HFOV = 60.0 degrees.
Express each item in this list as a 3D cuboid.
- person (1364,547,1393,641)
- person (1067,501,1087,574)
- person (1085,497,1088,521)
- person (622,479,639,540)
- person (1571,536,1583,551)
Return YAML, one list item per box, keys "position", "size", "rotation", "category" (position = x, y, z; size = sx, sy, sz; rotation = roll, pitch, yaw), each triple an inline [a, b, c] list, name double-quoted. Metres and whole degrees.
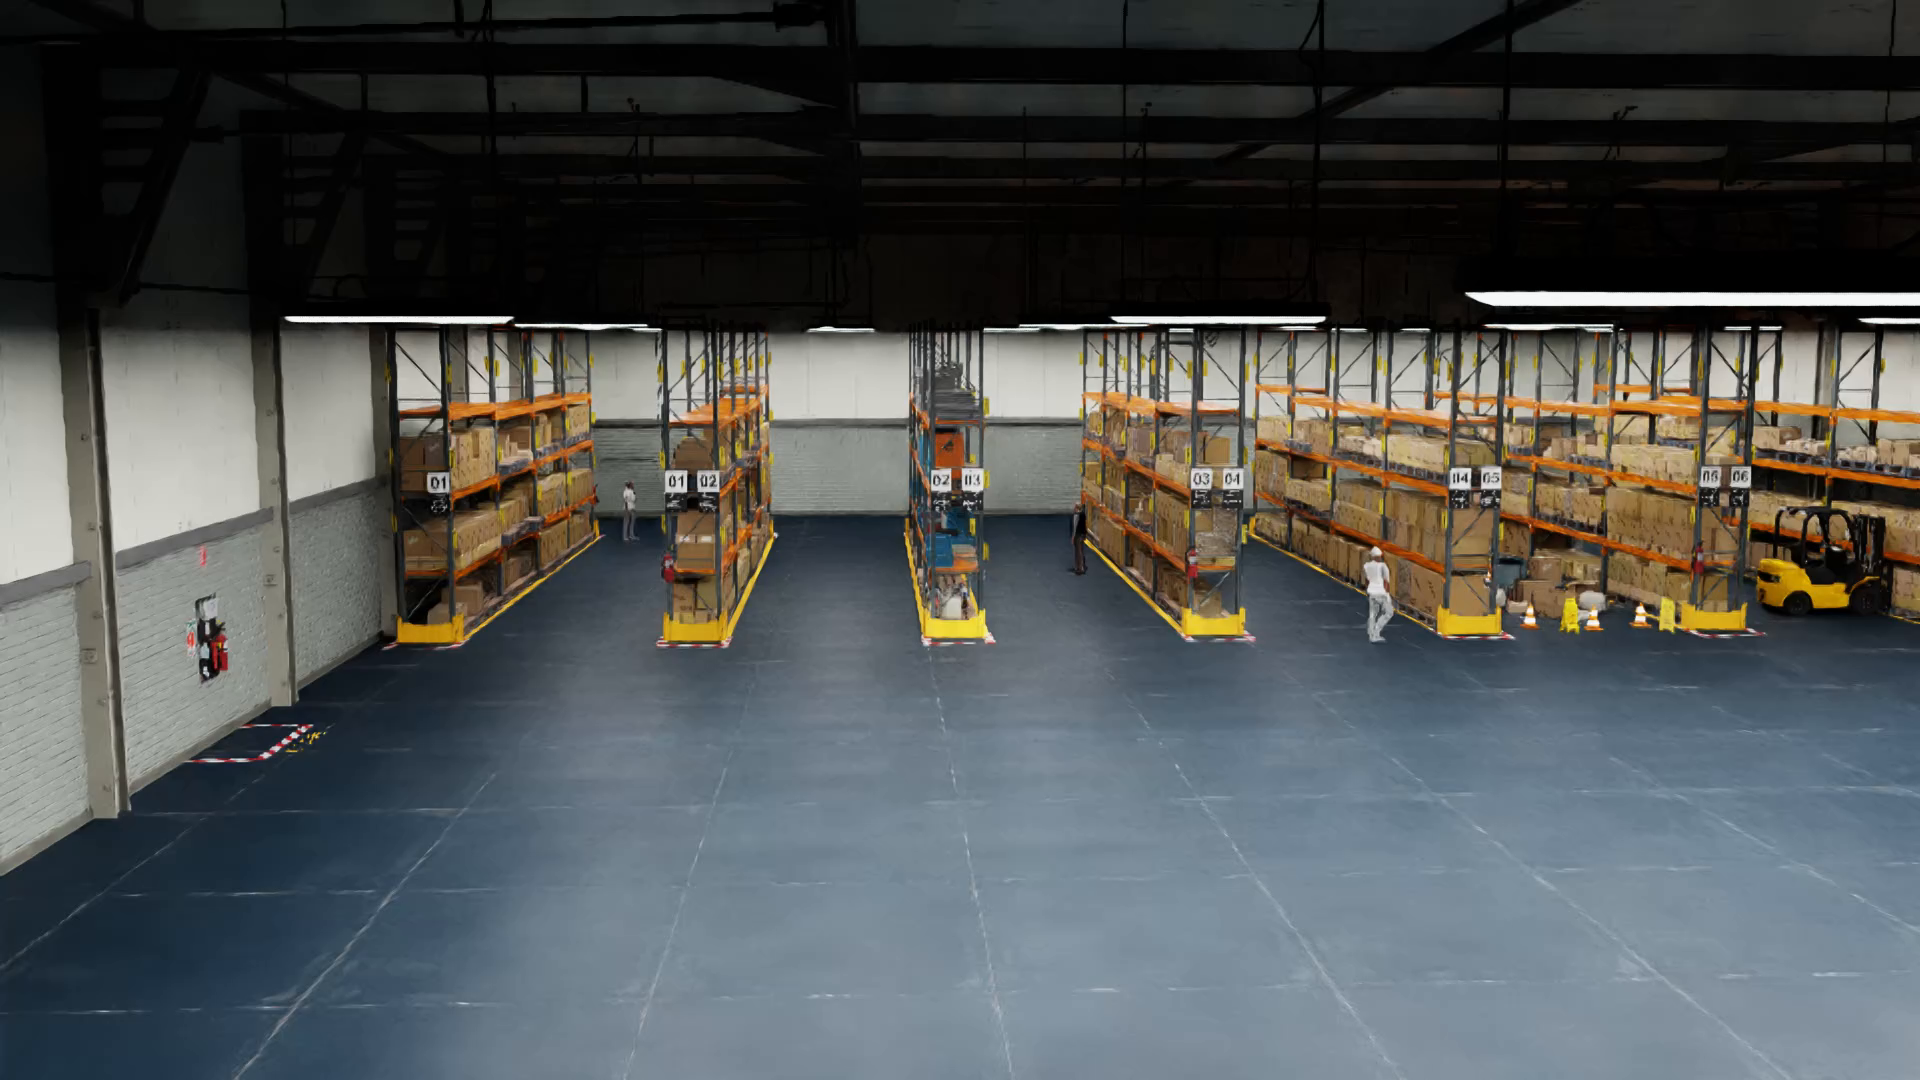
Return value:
- position: [7.780, 1.013, 31.008]
  size: [0.447, 1.780, 0.597]
  rotation: [-5, 8, -33]
  category: "person"
- position: [2.813, -0.075, 39.951]
  size: [0.569, 1.718, 0.627]
  rotation: [3, 8, 23]
  category: "person"
- position: [3.867, -1.117, 48.769]
  size: [0.572, 1.651, 0.622]
  rotation: [-4, 8, -28]
  category: "person"
- position: [-9.243, -0.858, 46.476]
  size: [0.386, 1.679, 0.563]
  rotation: [1, 7, 11]
  category: "person"
- position: [16.178, -0.583, 43.851]
  size: [0.578, 1.721, 0.630]
  rotation: [3, 8, 25]
  category: "person"
